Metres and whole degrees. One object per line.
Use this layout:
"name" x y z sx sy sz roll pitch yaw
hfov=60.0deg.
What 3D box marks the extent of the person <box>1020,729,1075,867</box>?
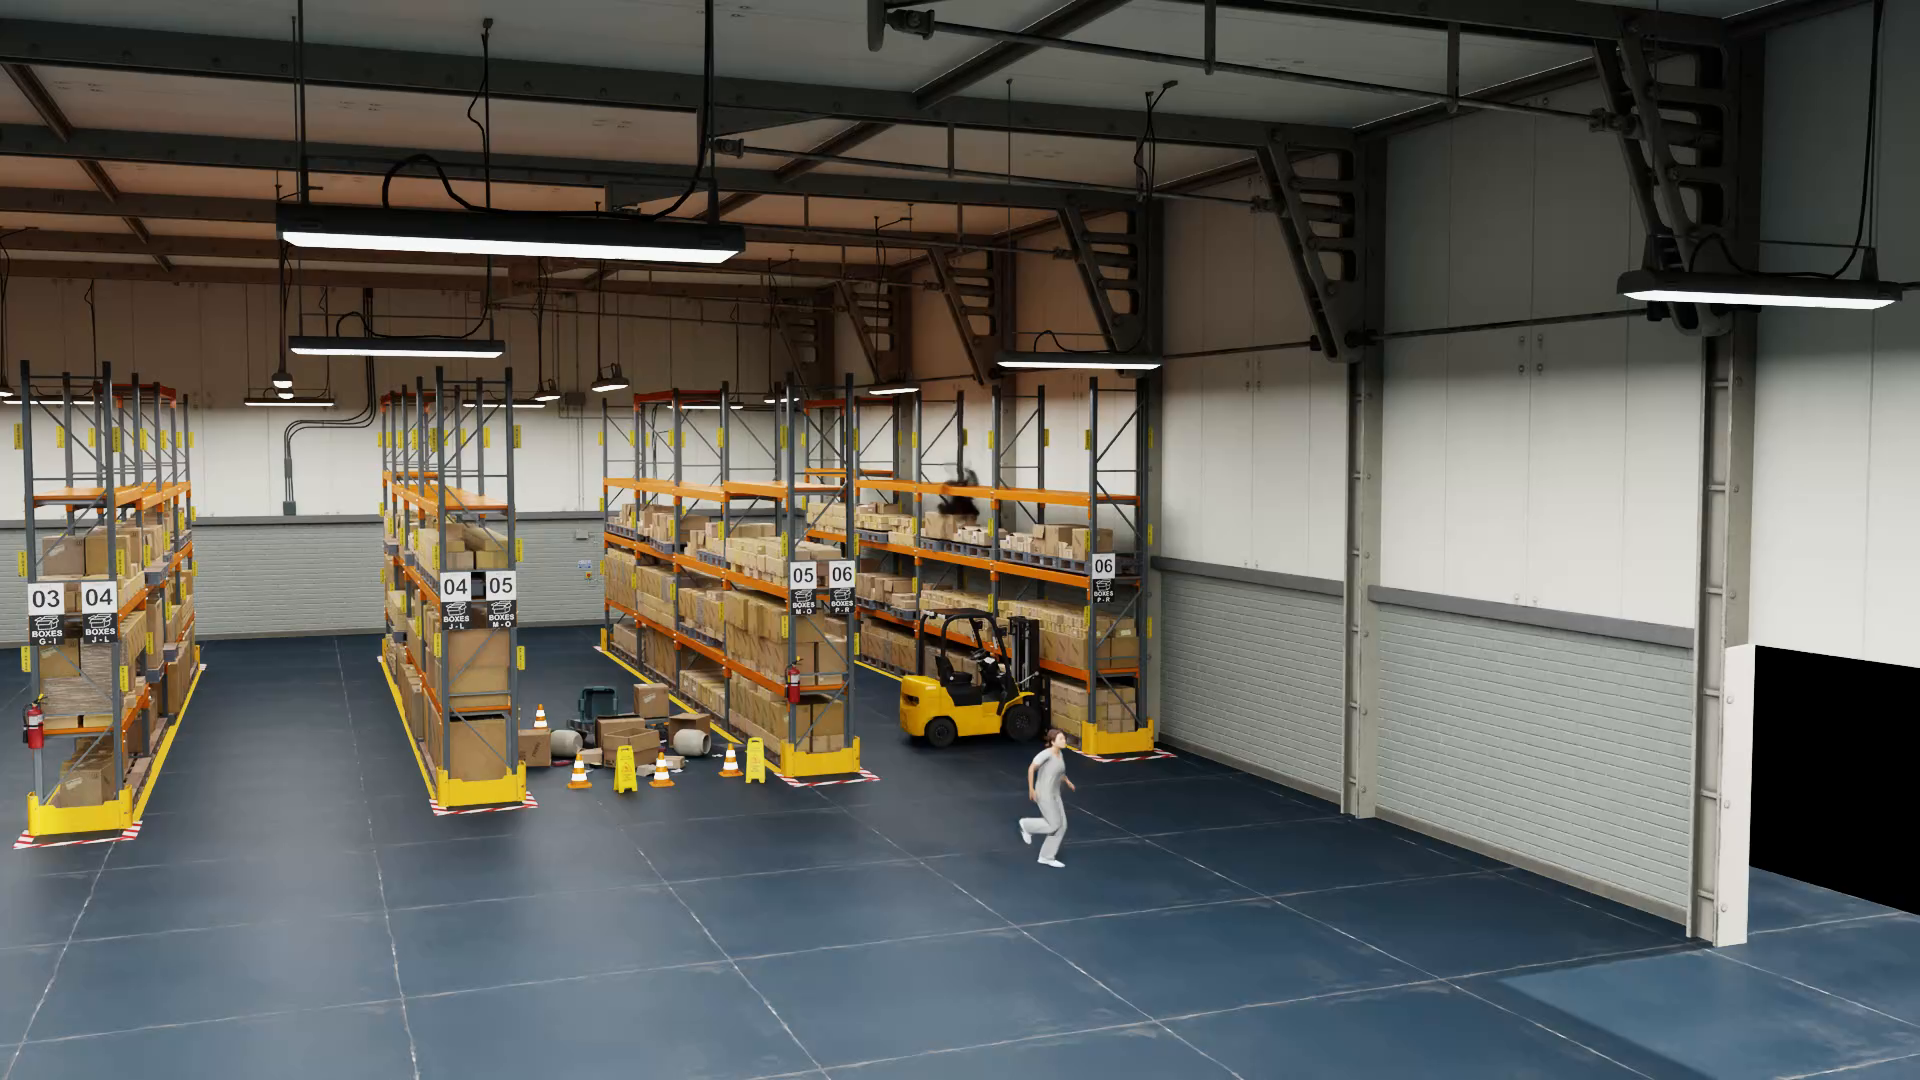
"person" 1.023 3.032 19.635 0.672 1.624 0.597 2 4 34
